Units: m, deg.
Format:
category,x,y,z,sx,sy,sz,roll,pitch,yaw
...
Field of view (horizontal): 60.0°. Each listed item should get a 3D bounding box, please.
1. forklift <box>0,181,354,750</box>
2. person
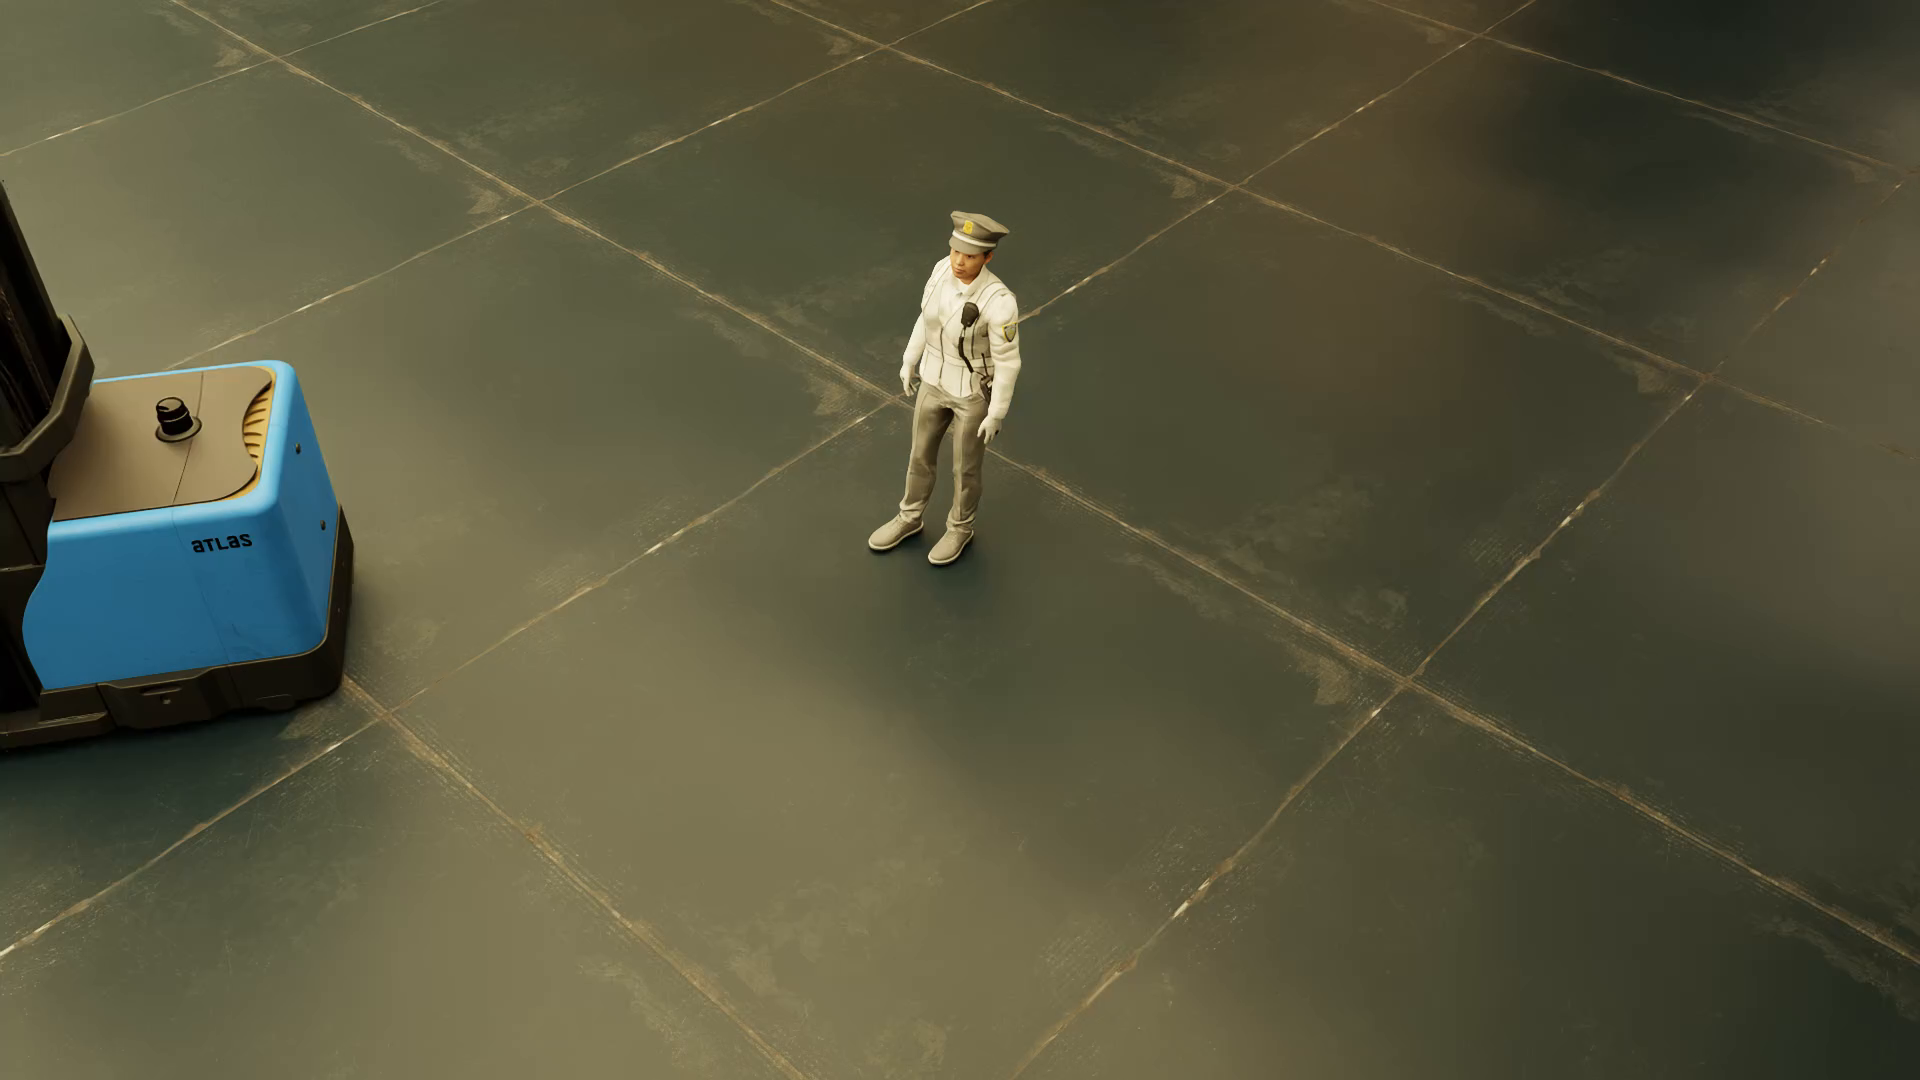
category,x,y,z,sx,sy,sz,roll,pitch,yaw
forklift,-4.137,-0.550,6.069,3.031,2.935,1.130,-8,41,-9
person,-0.056,-0.623,7.093,0.572,1.696,0.533,31,49,31
